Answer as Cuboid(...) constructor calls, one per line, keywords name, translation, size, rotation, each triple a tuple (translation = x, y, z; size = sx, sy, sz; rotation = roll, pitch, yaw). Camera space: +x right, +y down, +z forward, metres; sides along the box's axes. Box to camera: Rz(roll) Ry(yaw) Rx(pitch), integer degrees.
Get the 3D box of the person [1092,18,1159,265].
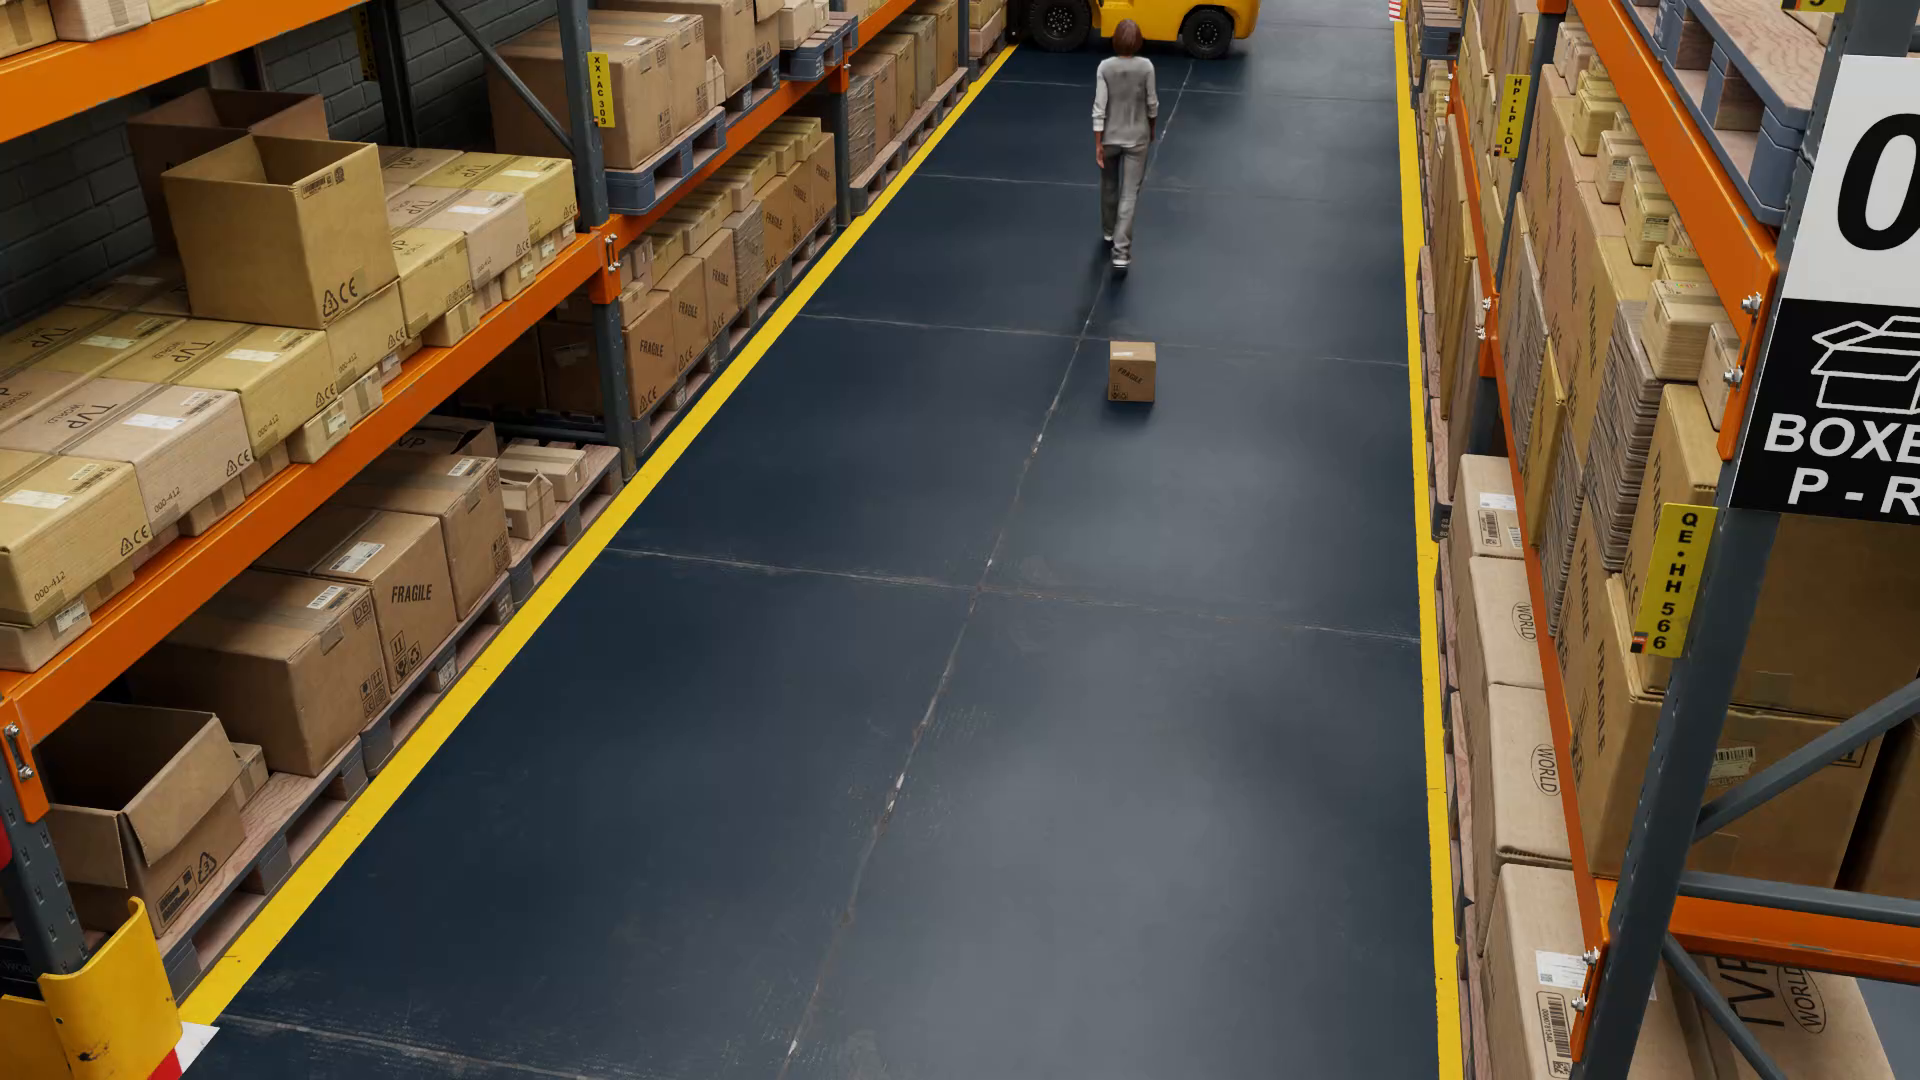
Cuboid(name="person", translation=(1.071, -2.604, 10.799), size=(0.405, 1.526, 0.943), rotation=(6, 30, 10))
